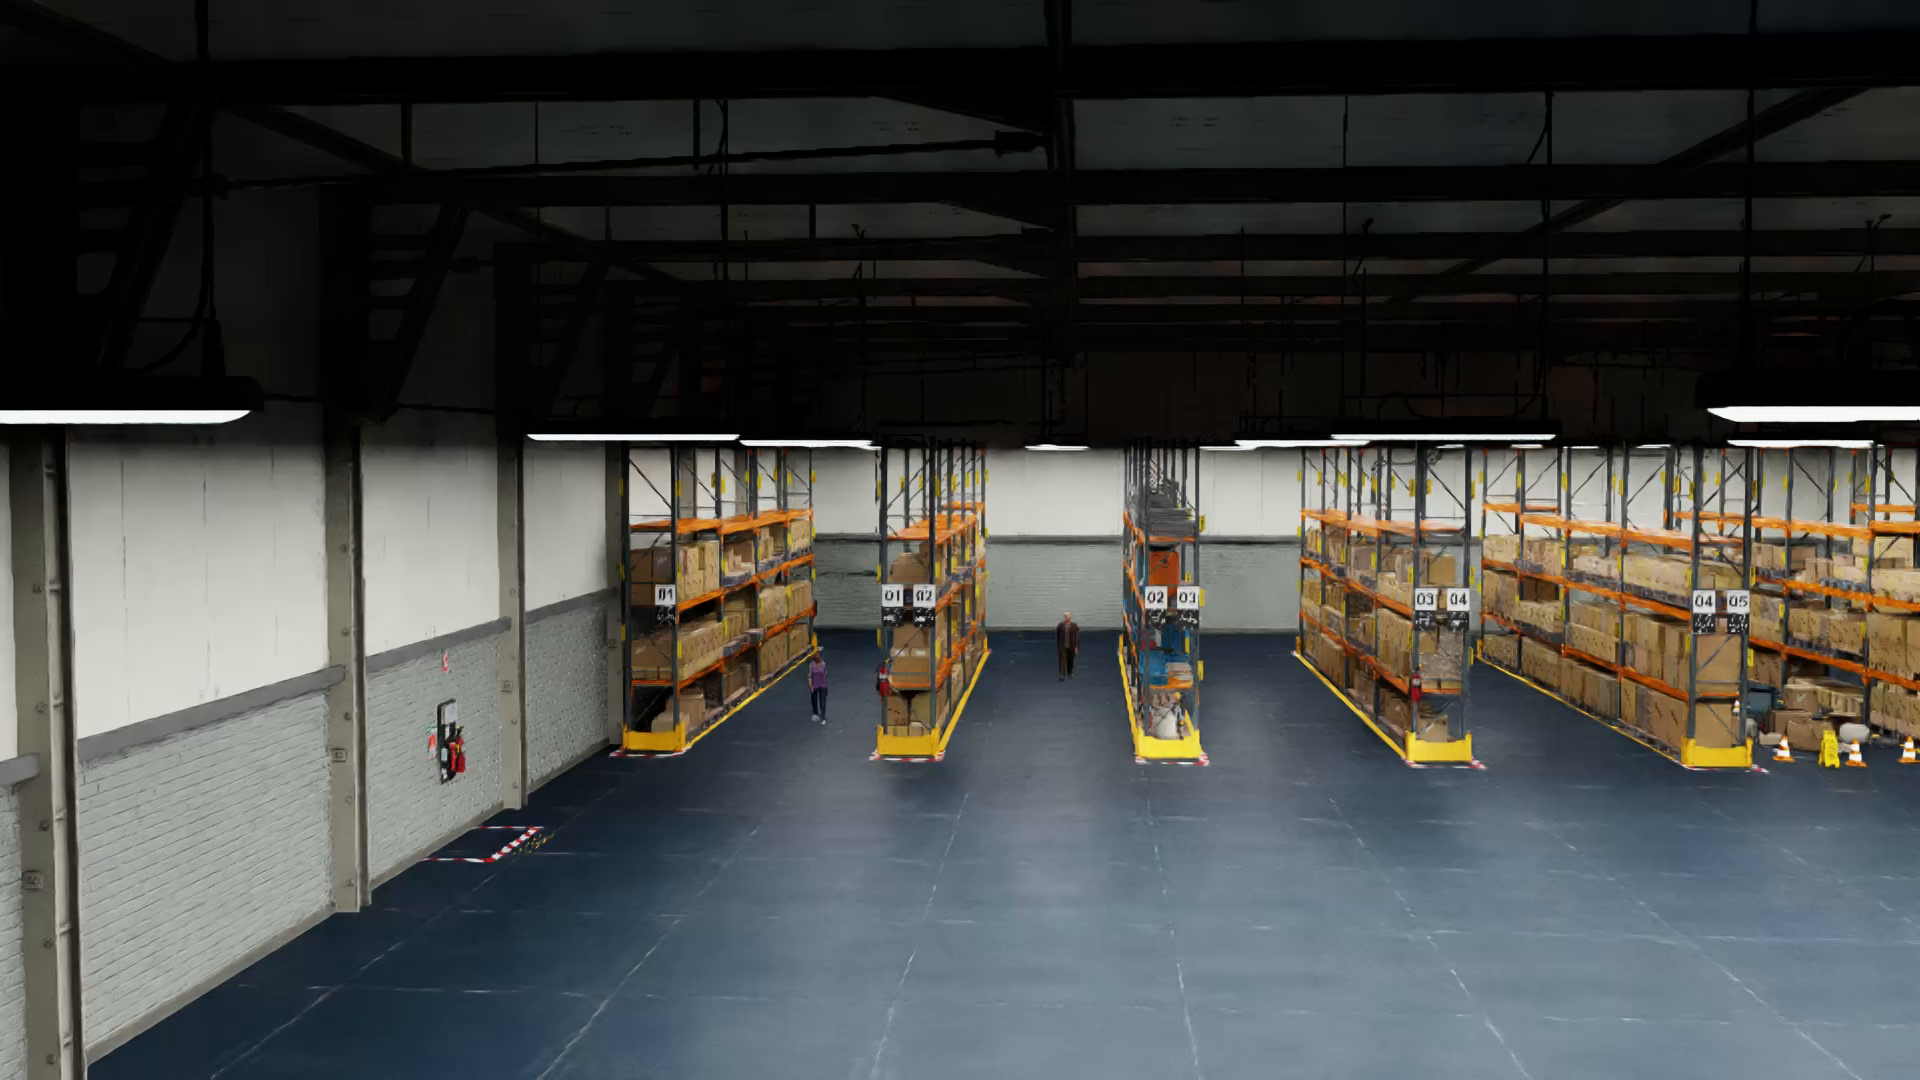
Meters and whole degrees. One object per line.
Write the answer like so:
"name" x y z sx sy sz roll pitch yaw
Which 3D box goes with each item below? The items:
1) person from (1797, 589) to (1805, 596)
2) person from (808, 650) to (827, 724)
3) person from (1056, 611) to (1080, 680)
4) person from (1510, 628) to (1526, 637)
"person" 24.558 2.270 48.382 0.447 1.712 0.679 -2 4 -31
"person" -2.991 3.073 34.917 0.412 1.533 0.955 0 3 -4
"person" 2.698 2.630 41.595 0.588 1.700 1.193 0 3 2
"person" 16.198 2.337 48.206 0.542 1.635 0.547 3 4 42
